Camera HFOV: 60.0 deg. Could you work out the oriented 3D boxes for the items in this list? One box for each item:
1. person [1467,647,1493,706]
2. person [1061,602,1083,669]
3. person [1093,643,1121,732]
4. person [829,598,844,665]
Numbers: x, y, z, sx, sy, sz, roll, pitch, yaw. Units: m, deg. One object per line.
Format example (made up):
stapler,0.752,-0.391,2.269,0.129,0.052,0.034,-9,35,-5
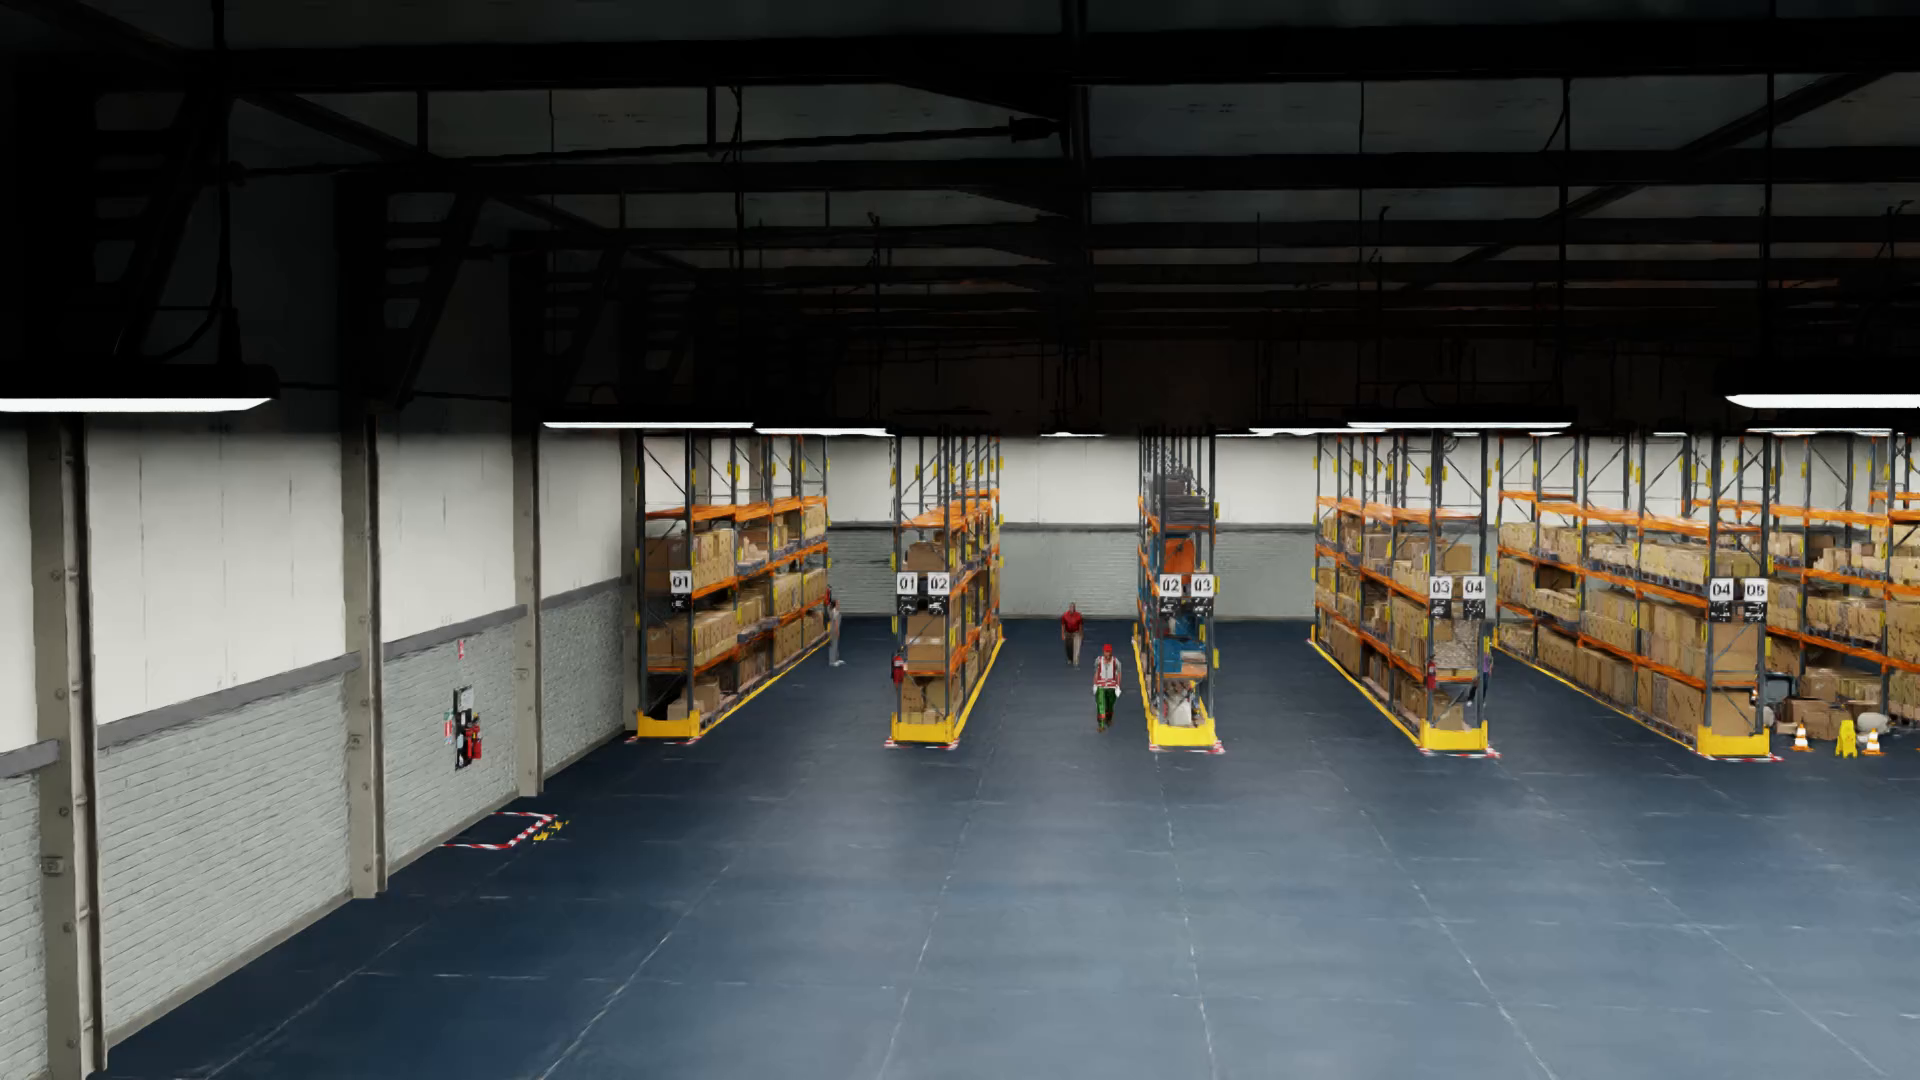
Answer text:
person,11.103,2.848,35.558,0.566,1.434,0.519,0,3,2
person,2.780,2.362,41.447,0.542,1.645,1.126,0,4,8
person,2.887,2.869,32.590,0.550,1.709,1.128,0,3,3
person,-3.119,2.310,42.063,0.454,1.679,0.536,-1,4,-15
